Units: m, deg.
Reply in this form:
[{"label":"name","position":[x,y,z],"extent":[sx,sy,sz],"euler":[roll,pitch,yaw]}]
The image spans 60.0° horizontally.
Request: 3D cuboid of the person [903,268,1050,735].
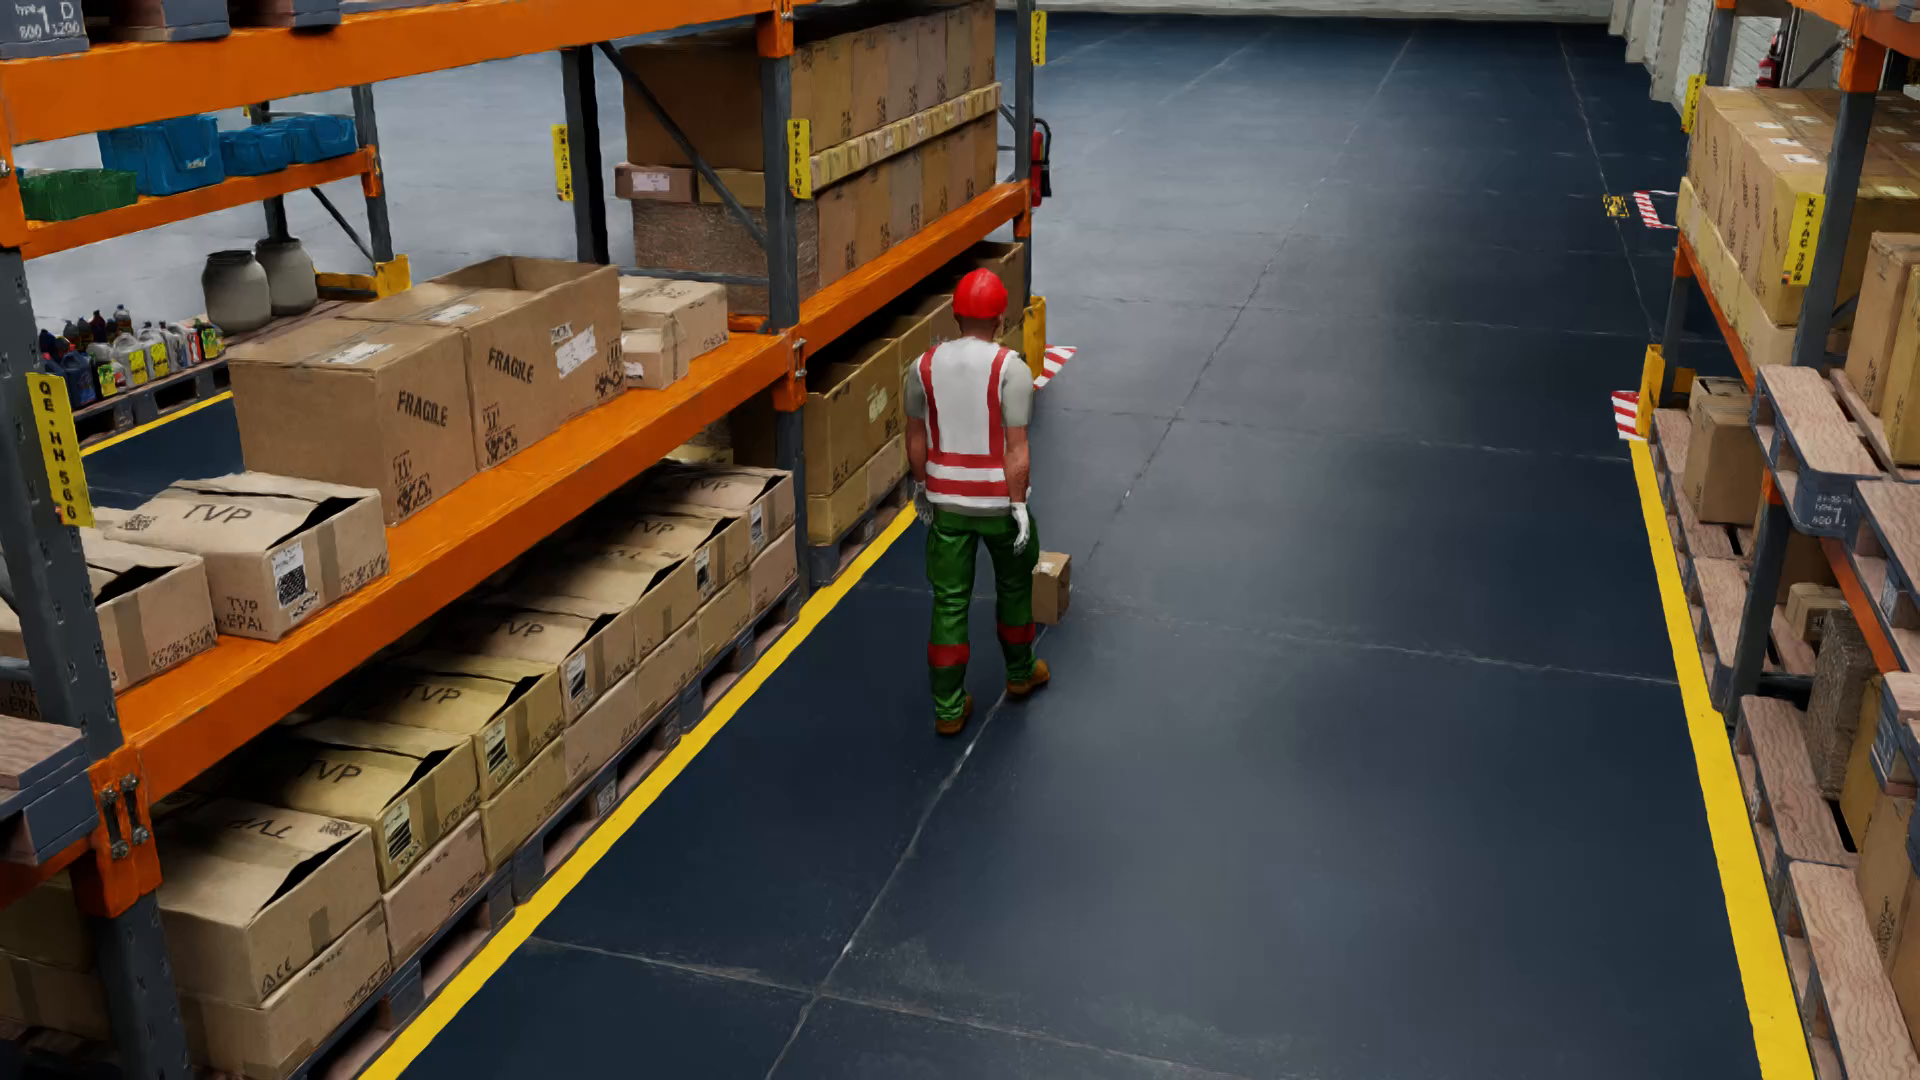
[{"label":"person","position":[0.058,-0.179,6.474],"extent":[0.535,1.776,0.700],"euler":[6,23,15]}]
